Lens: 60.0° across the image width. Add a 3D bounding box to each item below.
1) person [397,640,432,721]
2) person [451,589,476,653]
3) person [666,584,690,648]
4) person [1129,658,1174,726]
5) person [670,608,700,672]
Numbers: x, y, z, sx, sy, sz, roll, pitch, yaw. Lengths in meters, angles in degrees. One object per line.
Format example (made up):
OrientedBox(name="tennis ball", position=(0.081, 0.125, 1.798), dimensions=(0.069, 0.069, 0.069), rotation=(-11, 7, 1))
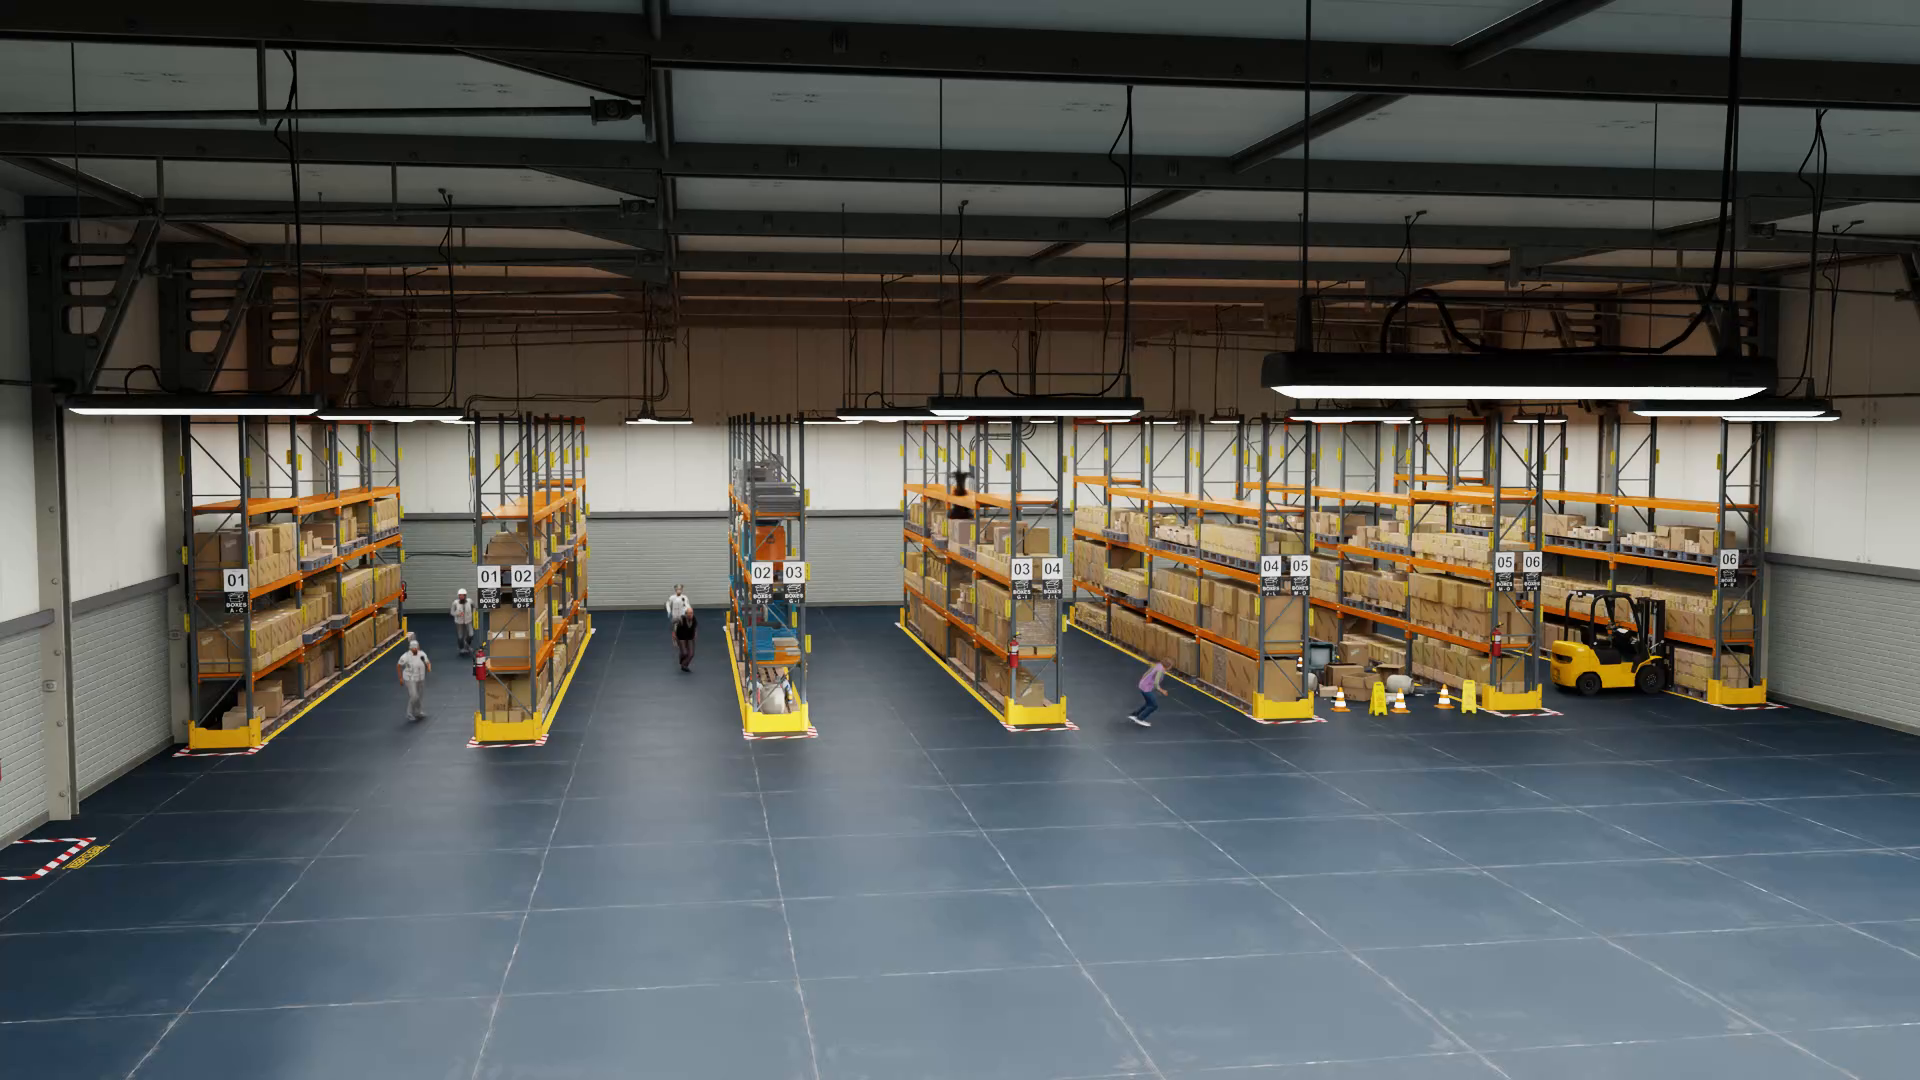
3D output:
OrientedBox(name="person", position=(-10.619, 2.757, 32.552), dimensions=(0.798, 1.640, 0.632), rotation=(3, 5, 34))
OrientedBox(name="person", position=(-12.451, 2.040, 41.743), dimensions=(0.664, 1.668, 0.898), rotation=(-2, 4, -23))
OrientedBox(name="person", position=(-7.257, 1.965, 42.825), dimensions=(0.607, 1.657, 0.606), rotation=(-1, 4, -12))
OrientedBox(name="person", position=(3.653, 2.898, 31.746), dimensions=(0.838, 1.331, 0.587), rotation=(1, 4, 8))
OrientedBox(name="person", position=(-6.413, 2.325, 38.739), dimensions=(0.684, 1.542, 0.815), rotation=(-2, 4, -26))
